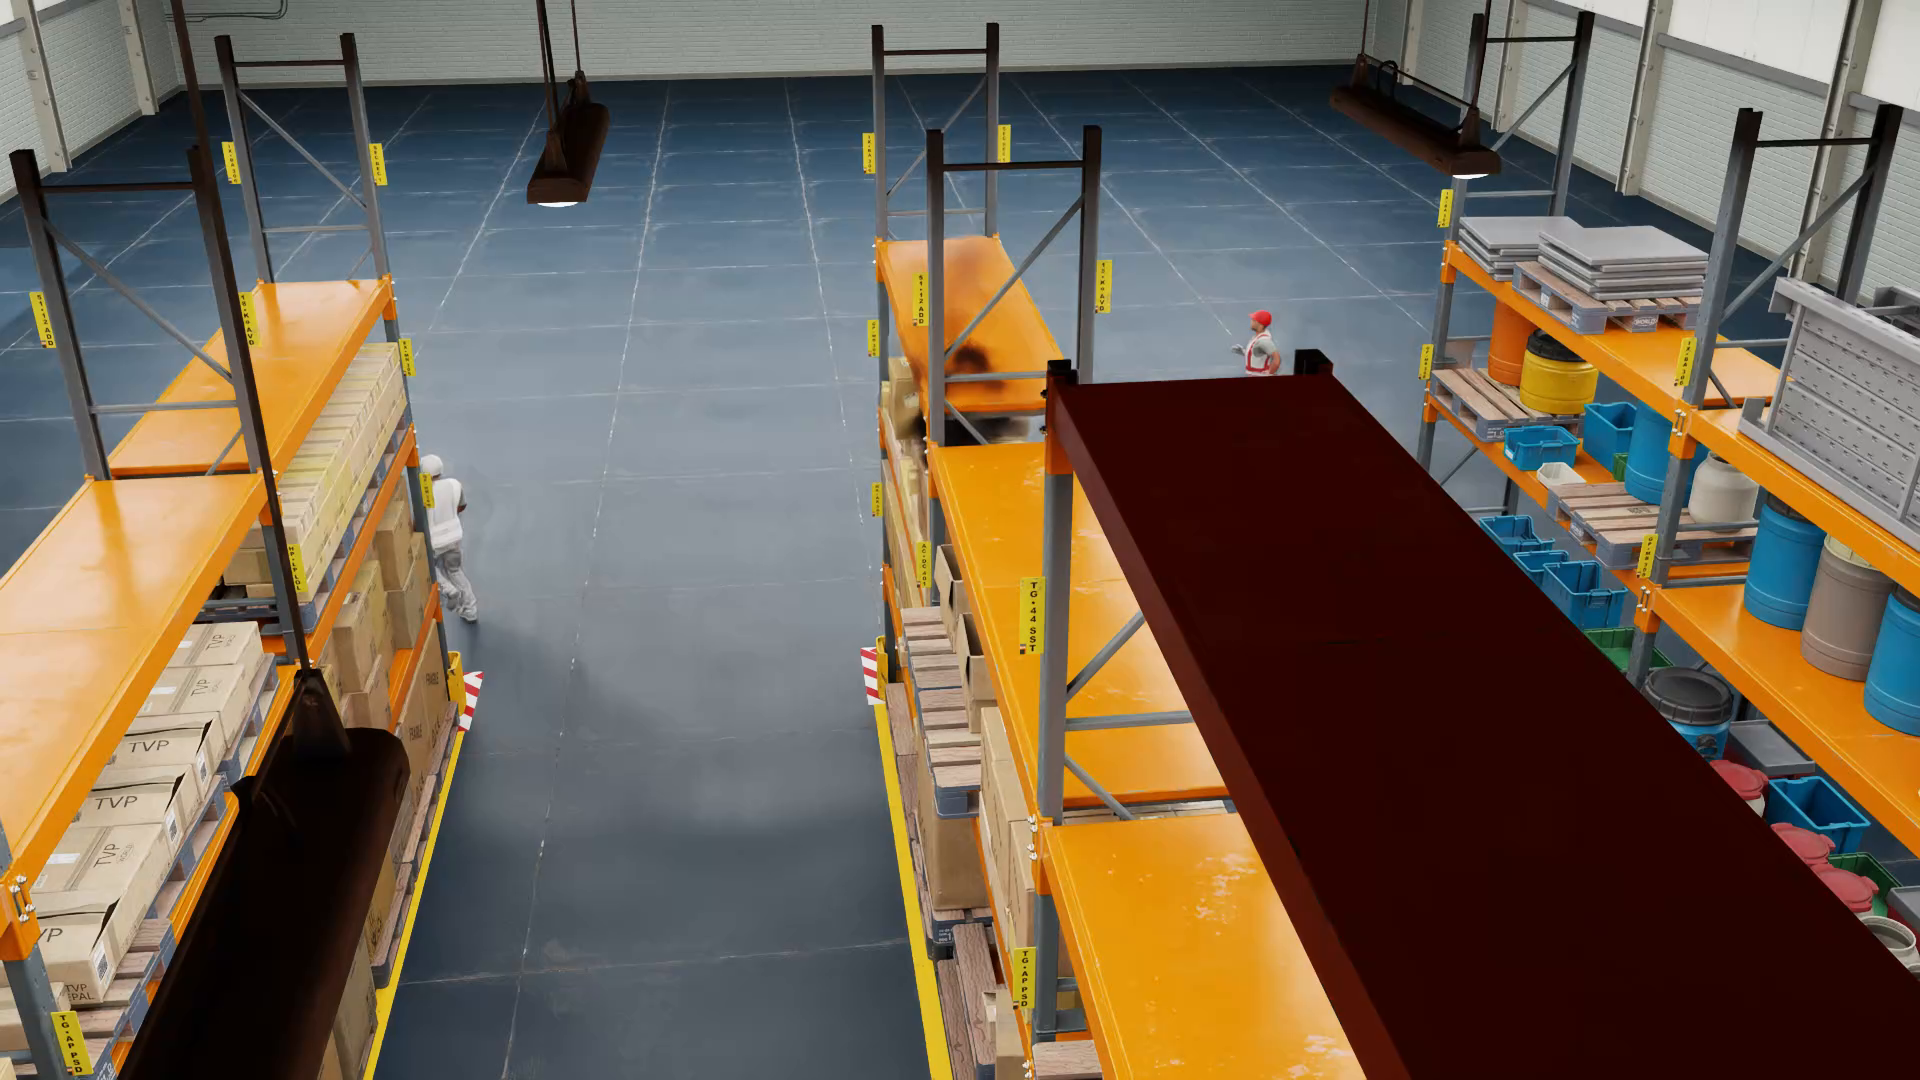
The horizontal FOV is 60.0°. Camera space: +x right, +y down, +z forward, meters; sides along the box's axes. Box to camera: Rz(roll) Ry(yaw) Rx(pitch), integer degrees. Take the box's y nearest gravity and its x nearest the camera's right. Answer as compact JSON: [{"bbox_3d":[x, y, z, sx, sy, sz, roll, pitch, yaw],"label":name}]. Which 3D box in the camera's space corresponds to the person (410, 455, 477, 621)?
[{"bbox_3d":[-5.206,-0.036,16.556,0.715,1.732,0.708,22,33,39],"label":"person"}]

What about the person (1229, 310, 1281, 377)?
[{"bbox_3d":[3.694,-1.941,20.471,0.836,1.846,0.661,8,27,16],"label":"person"}]
